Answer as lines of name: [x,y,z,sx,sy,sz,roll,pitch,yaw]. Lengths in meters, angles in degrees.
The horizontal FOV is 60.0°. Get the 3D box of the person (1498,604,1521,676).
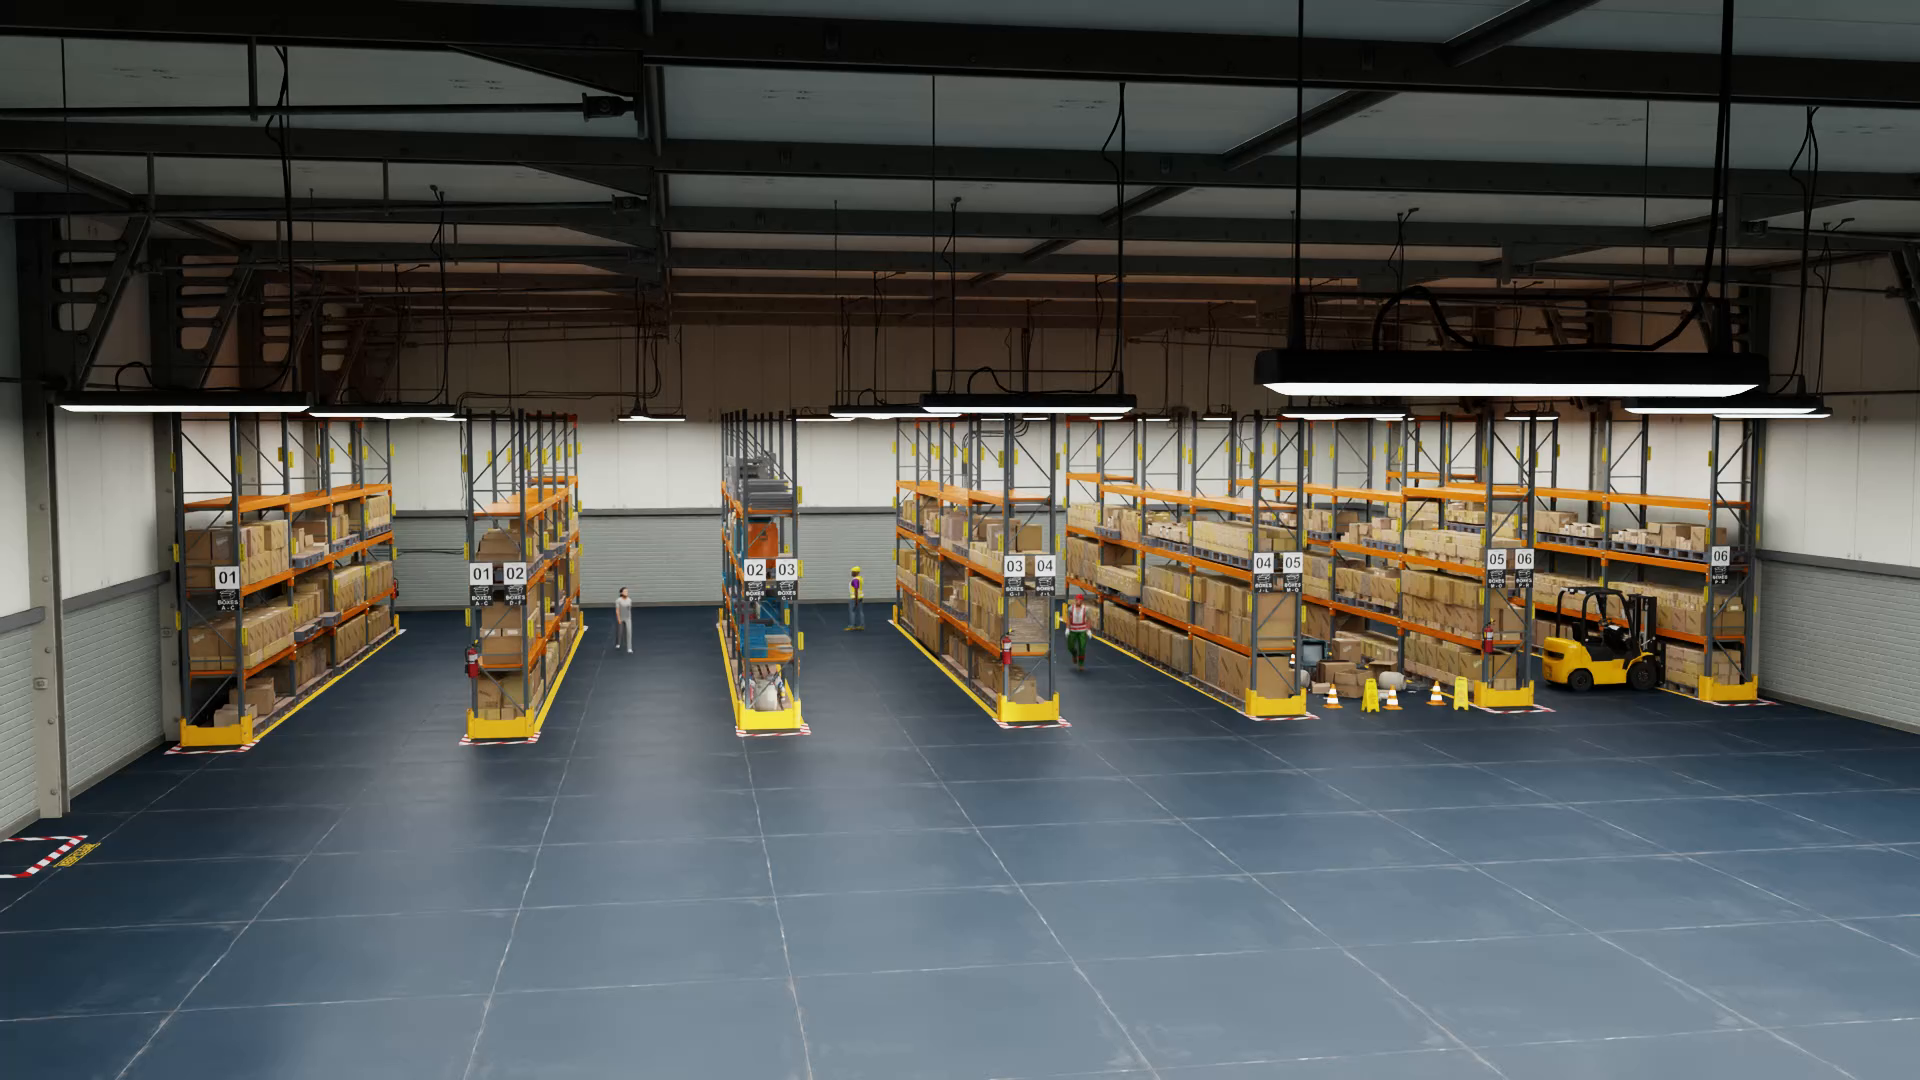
person: [12.593,2.263,38.128,0.585,1.616,0.739,-1,4,-9]

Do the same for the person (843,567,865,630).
person: [-2.917,1.623,46.173,0.656,1.777,0.610,1,4,20]

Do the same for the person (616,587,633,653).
person: [-8.416,1.990,41.615,0.414,1.623,1.019,-1,4,-19]

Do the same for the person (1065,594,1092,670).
person: [2.773,2.125,38.780,0.627,1.777,0.587,1,4,10]
